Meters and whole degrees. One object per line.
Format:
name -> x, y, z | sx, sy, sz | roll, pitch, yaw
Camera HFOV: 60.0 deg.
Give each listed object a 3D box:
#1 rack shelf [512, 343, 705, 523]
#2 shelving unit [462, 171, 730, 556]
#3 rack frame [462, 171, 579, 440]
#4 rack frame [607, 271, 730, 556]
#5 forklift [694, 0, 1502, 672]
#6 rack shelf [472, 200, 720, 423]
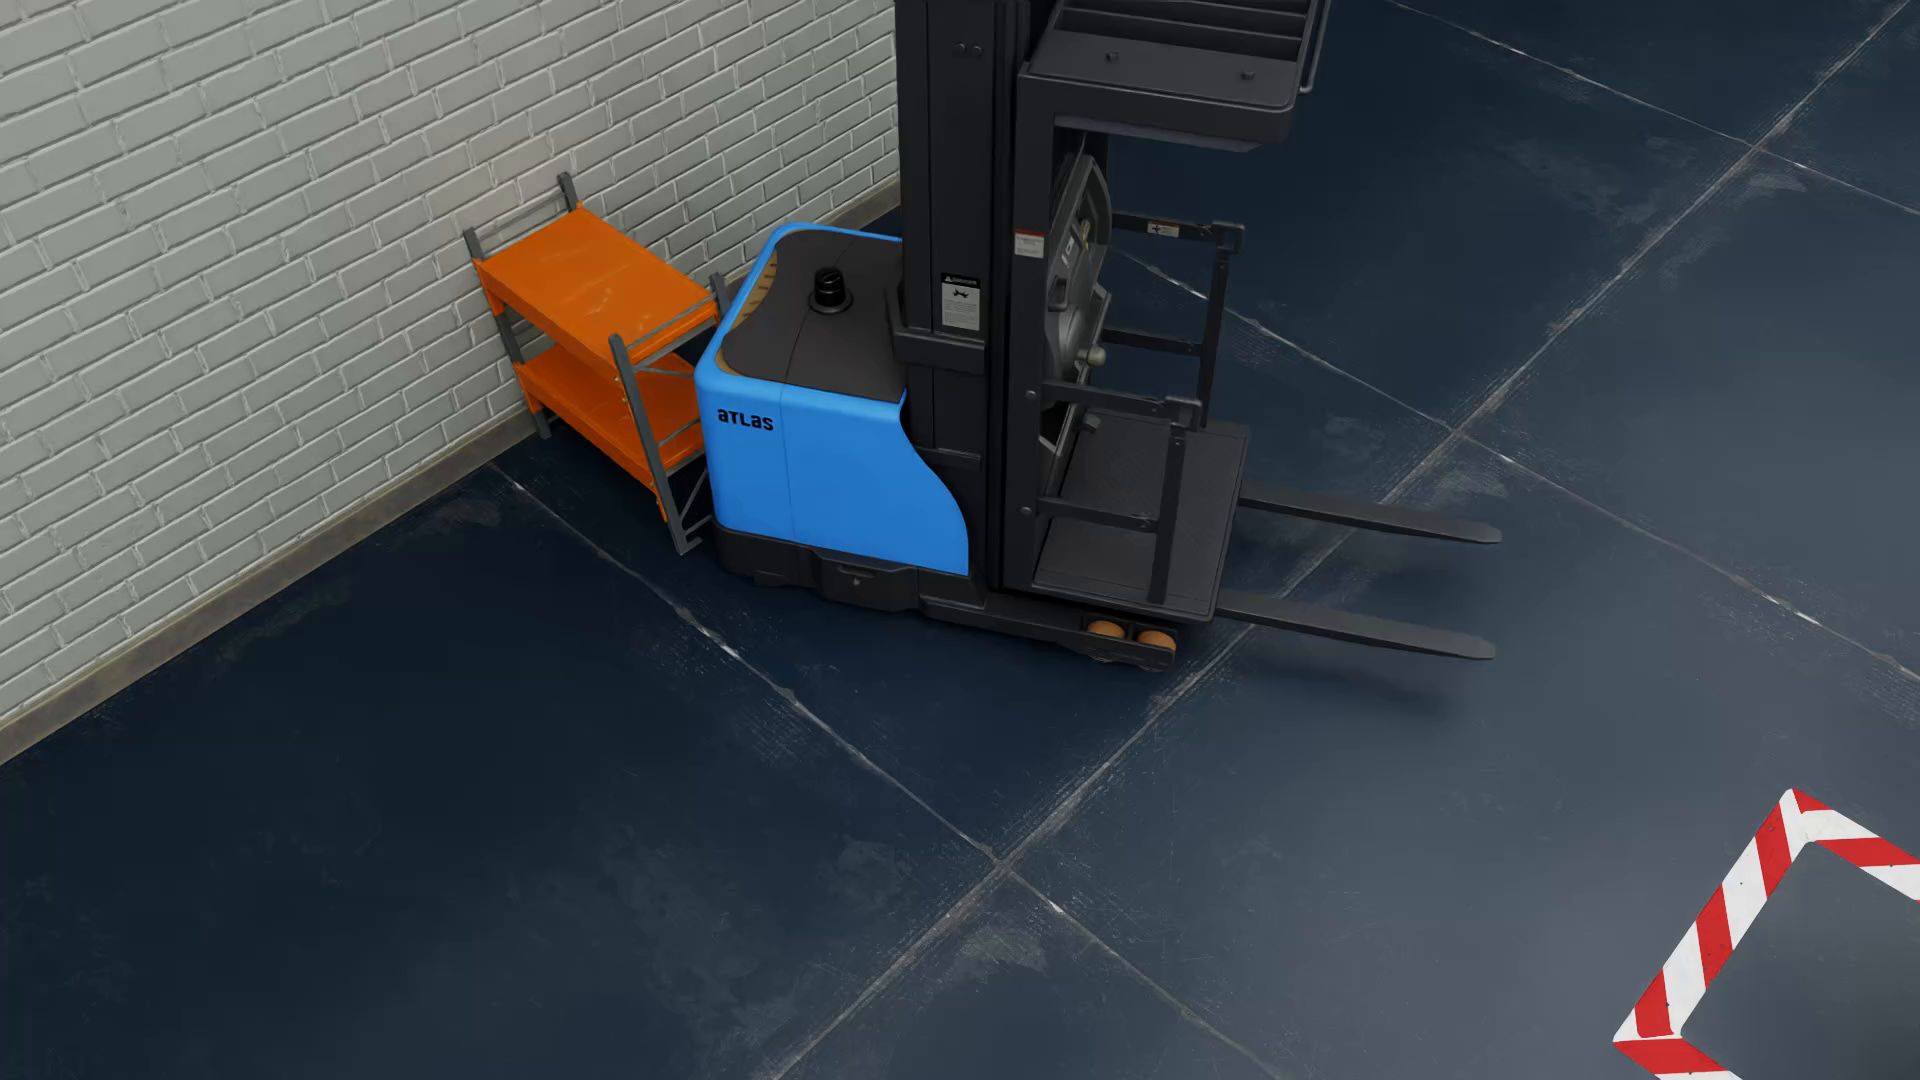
rack shelf -> -1.332, -0.544, 6.880 | 0.538, 0.278, 1.000 | -37, 53, -25
shelving unit -> -1.356, -0.711, 6.703 | 0.538, 1.125, 1.048 | -37, 53, -25
rack frame -> -1.702, -0.957, 6.983 | 0.500, 1.125, 0.032 | -37, 53, -25
rack frame -> -1.010, -0.465, 6.424 | 0.500, 1.125, 0.032 | -37, 53, -25
forklift -> 0.598, -0.930, 5.721 | 3.031, 2.935, 1.130 | 11, 48, 10
rack shelf -> -1.385, -0.911, 6.492 | 0.538, 0.278, 1.000 | -37, 53, -25
